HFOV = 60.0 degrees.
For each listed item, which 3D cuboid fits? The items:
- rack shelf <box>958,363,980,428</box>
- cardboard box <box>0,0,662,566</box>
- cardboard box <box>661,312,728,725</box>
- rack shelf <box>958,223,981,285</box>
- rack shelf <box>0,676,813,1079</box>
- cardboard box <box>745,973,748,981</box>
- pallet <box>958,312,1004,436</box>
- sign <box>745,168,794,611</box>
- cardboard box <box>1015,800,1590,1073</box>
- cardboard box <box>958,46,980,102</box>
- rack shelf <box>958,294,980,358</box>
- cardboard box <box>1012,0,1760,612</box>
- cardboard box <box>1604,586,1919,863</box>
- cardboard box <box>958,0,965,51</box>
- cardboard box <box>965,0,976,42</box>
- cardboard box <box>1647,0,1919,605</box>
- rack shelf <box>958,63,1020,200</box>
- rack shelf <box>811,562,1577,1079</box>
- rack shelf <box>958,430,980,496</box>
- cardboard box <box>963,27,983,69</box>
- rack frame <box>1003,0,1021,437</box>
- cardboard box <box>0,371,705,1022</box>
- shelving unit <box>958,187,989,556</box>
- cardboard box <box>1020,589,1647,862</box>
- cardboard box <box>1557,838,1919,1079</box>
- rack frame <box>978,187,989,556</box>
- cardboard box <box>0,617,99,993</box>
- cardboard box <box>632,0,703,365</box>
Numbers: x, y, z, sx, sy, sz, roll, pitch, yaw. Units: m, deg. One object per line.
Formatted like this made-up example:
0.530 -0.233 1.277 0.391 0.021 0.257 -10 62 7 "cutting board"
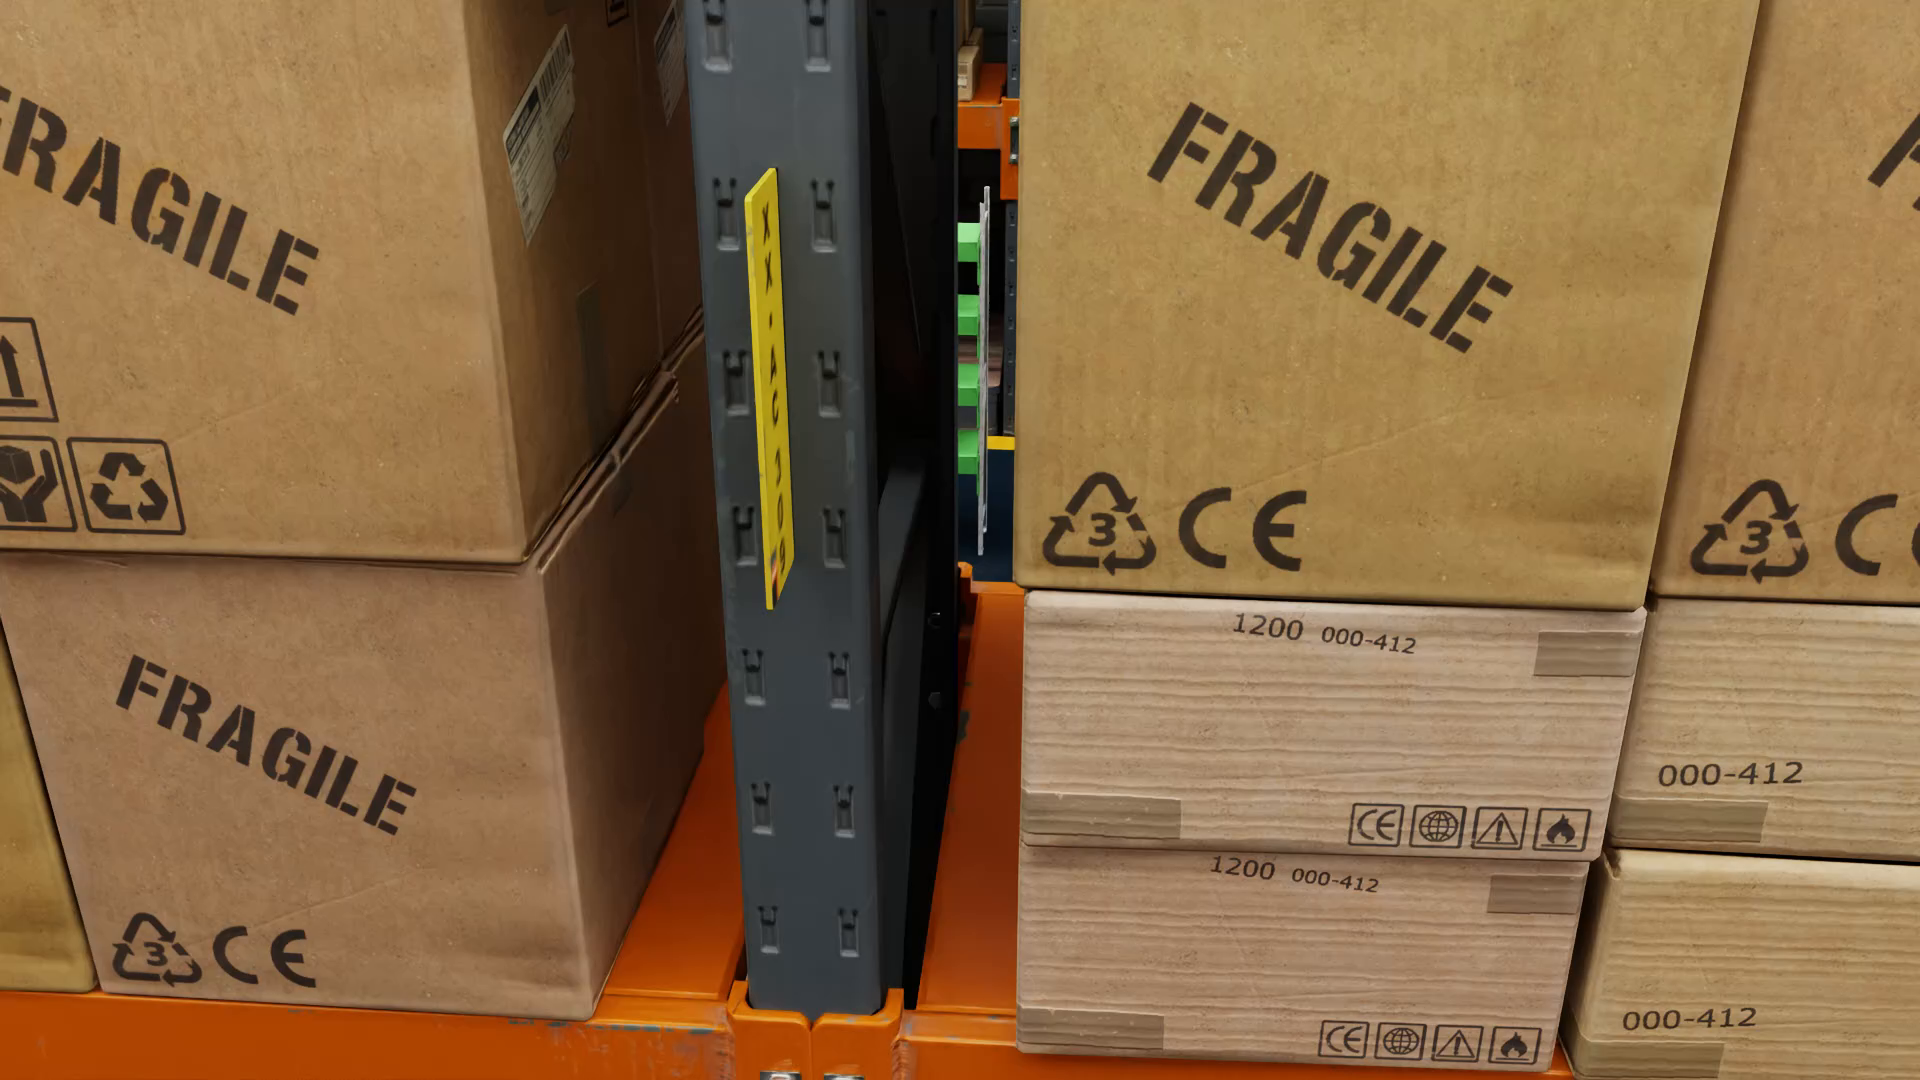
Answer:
-0.165 -0.492 5.537 0.480 0.148 0.258 2 25 4 "rack shelf"
-0.595 -0.314 1.528 0.500 0.500 0.500 2 25 4 "cardboard box"
-0.551 -0.084 2.224 0.500 0.500 0.500 3 25 6 "cardboard box"
-0.165 -0.928 5.337 0.480 0.148 0.258 2 25 4 "rack shelf"
-2.098 0.349 2.264 4.000 0.370 1.077 2 25 4 "rack shelf"
-0.721 0.994 2.563 0.875 0.438 0.875 1 25 3 "cardboard box"
-0.412 -0.738 7.103 1.213 0.211 1.003 2 25 4 "pallet"
-0.144 -0.112 1.274 0.005 0.325 0.100 2 25 4 "sign"
0.315 0.278 1.736 0.500 0.250 0.500 1 25 3 "cardboard box"
-0.064 -1.774 6.317 0.250 0.149 0.380 2 25 5 "cardboard box"
-0.165 -0.710 5.437 0.480 0.148 0.258 2 25 4 "rack shelf"
0.313 -0.280 1.454 0.500 0.500 0.500 2 25 5 "cardboard box"
0.836 0.064 1.605 0.500 0.250 0.500 2 25 5 "cardboard box"
-0.254 -1.965 6.255 0.500 0.250 0.500 2 25 5 "cardboard box"
-0.200 -2.178 6.719 0.500 0.250 0.500 2 25 3 "cardboard box"
0.823 -0.275 1.444 0.500 0.500 0.500 2 25 4 "cardboard box"
-1.721 -1.720 6.760 4.000 0.370 1.077 2 25 4 "rack shelf"
1.891 0.477 1.986 4.000 0.370 1.077 2 25 4 "rack shelf"
-0.165 -0.274 5.638 0.480 0.148 0.258 2 25 4 "rack shelf"
-0.042 -1.994 6.795 0.250 0.149 0.380 2 25 4 "cardboard box"
0.273 -1.983 6.471 0.127 3.000 1.000 2 25 4 "rack frame"
-0.585 0.132 1.755 0.500 0.500 0.500 2 25 4 "cardboard box"
-0.165 -0.550 5.511 0.503 1.200 0.258 2 25 4 "shelving unit"
0.314 0.059 1.616 0.500 0.250 0.500 1 25 2 "cardboard box"
0.831 0.294 1.702 0.500 0.250 0.500 1 25 3 "cardboard box"
0.078 -0.543 5.494 0.015 1.200 0.240 2 25 4 "rack frame"
-1.099 0.118 1.785 0.500 0.500 0.500 1 25 3 "cardboard box"
-0.560 -0.530 1.997 0.500 0.500 0.500 2 25 4 "cardboard box"
